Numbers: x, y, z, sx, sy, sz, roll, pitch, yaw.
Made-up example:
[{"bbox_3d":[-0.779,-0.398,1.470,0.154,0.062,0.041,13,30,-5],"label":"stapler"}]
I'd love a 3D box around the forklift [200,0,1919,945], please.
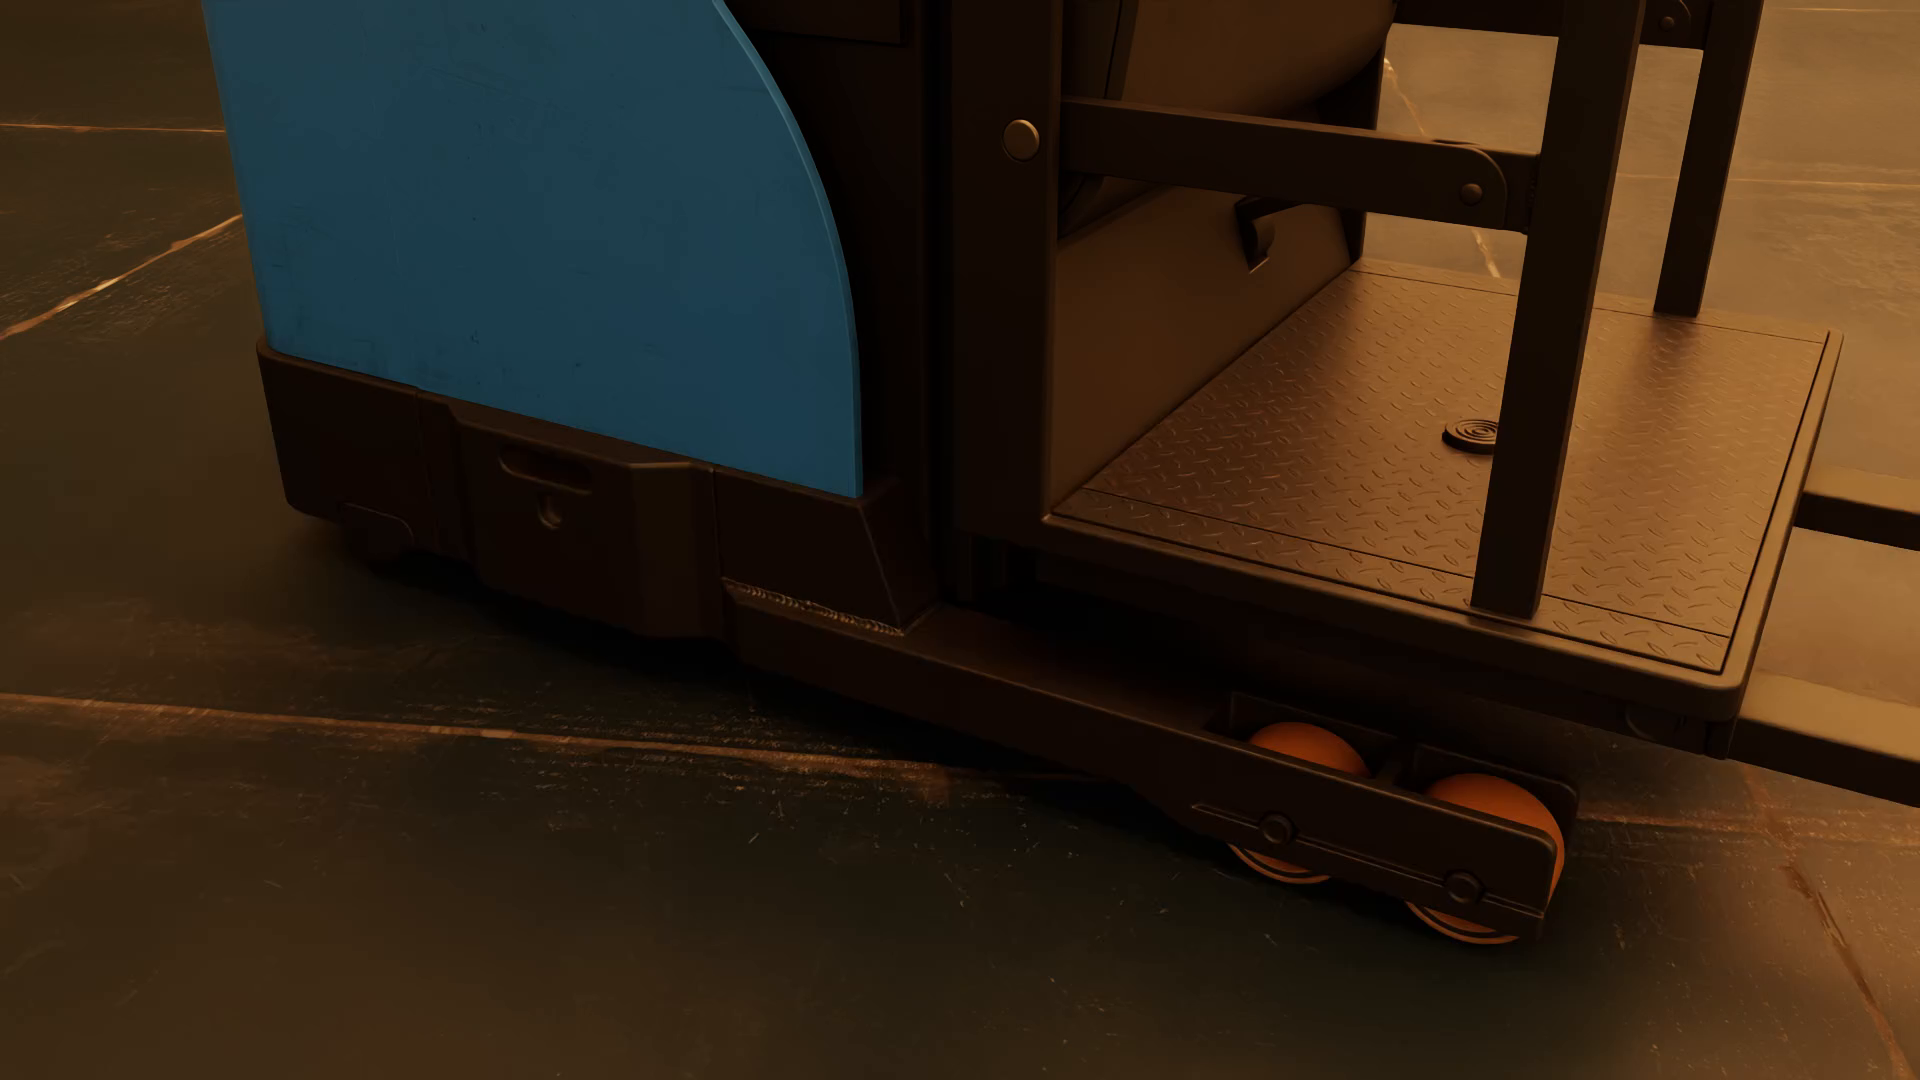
[{"bbox_3d":[0.529,-1.176,1.574,3.031,2.935,1.130,14,30,26],"label":"forklift"}]
